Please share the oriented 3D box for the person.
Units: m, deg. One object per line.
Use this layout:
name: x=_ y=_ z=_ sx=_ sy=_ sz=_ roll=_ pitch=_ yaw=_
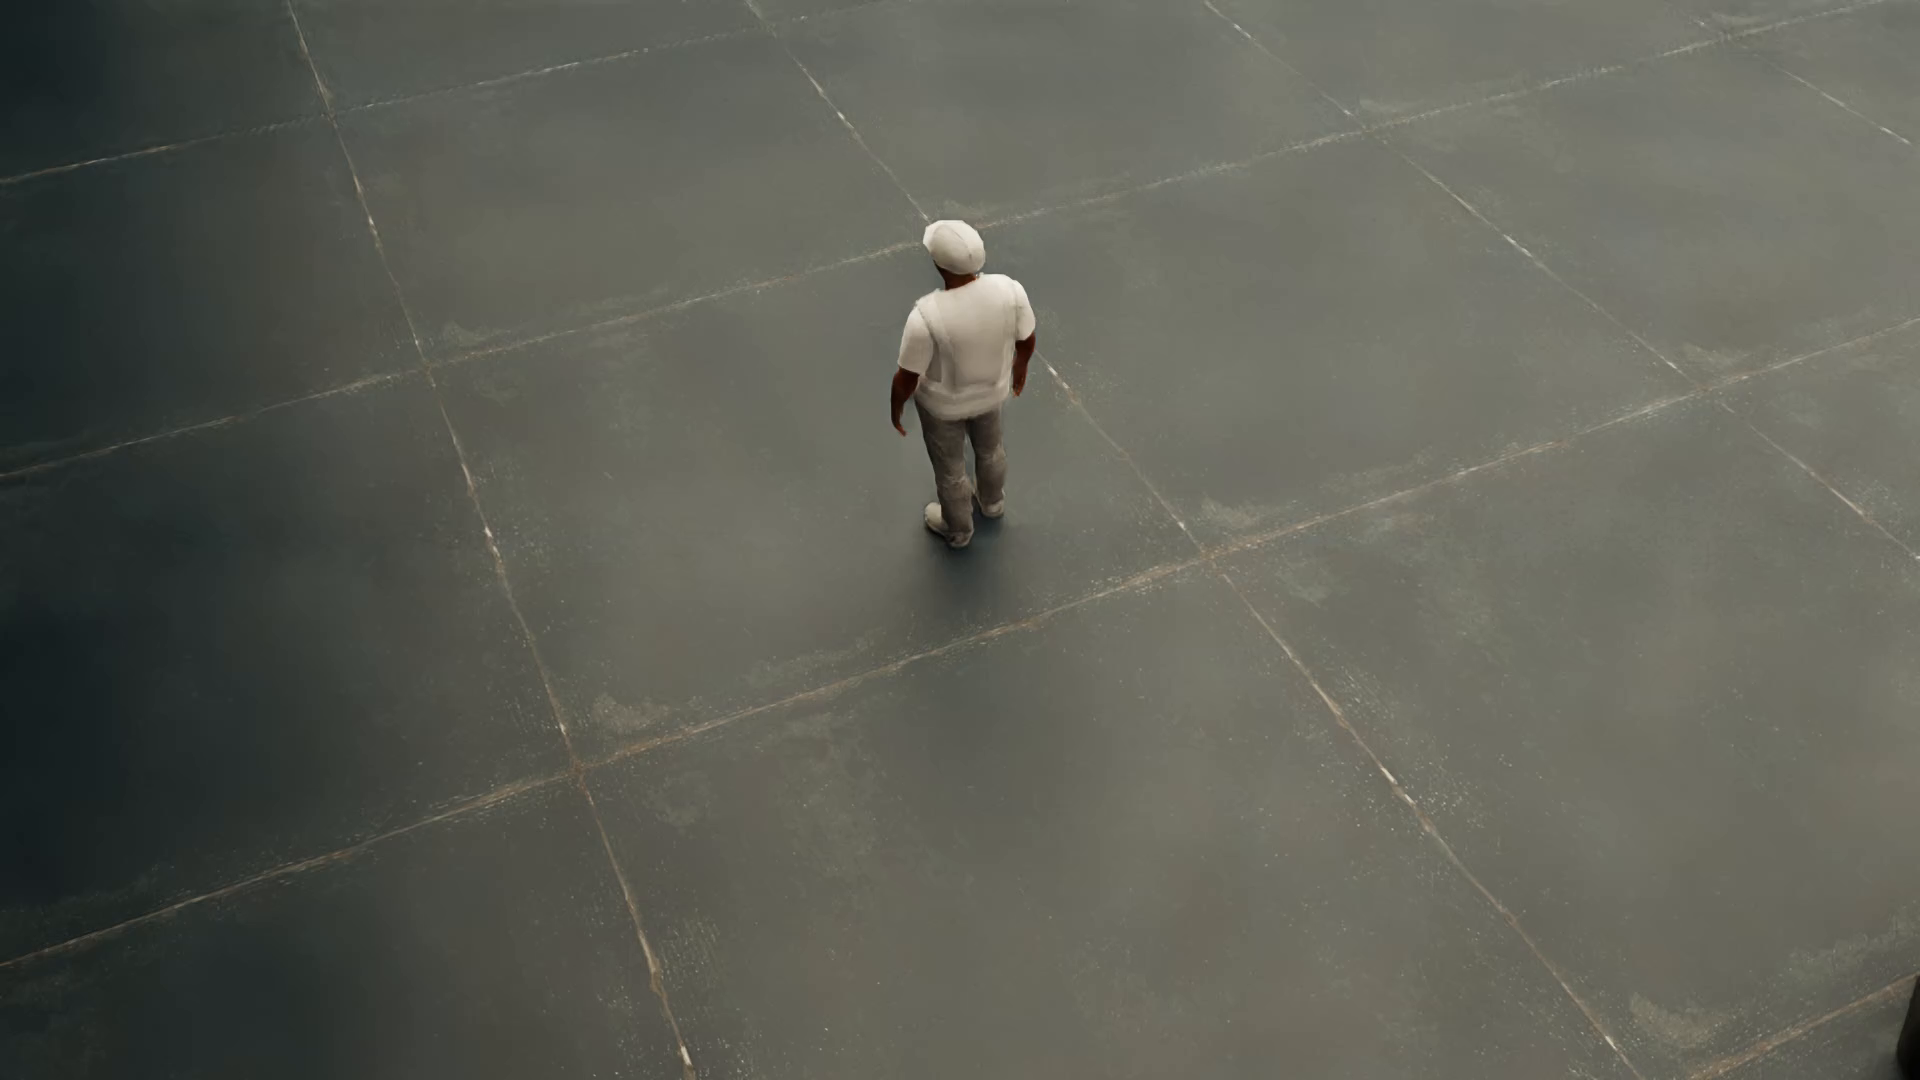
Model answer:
person: x=-0.024 y=-0.695 z=7.269 sx=0.665 sy=1.766 sz=0.576 roll=-18 pitch=46 yaw=-18
